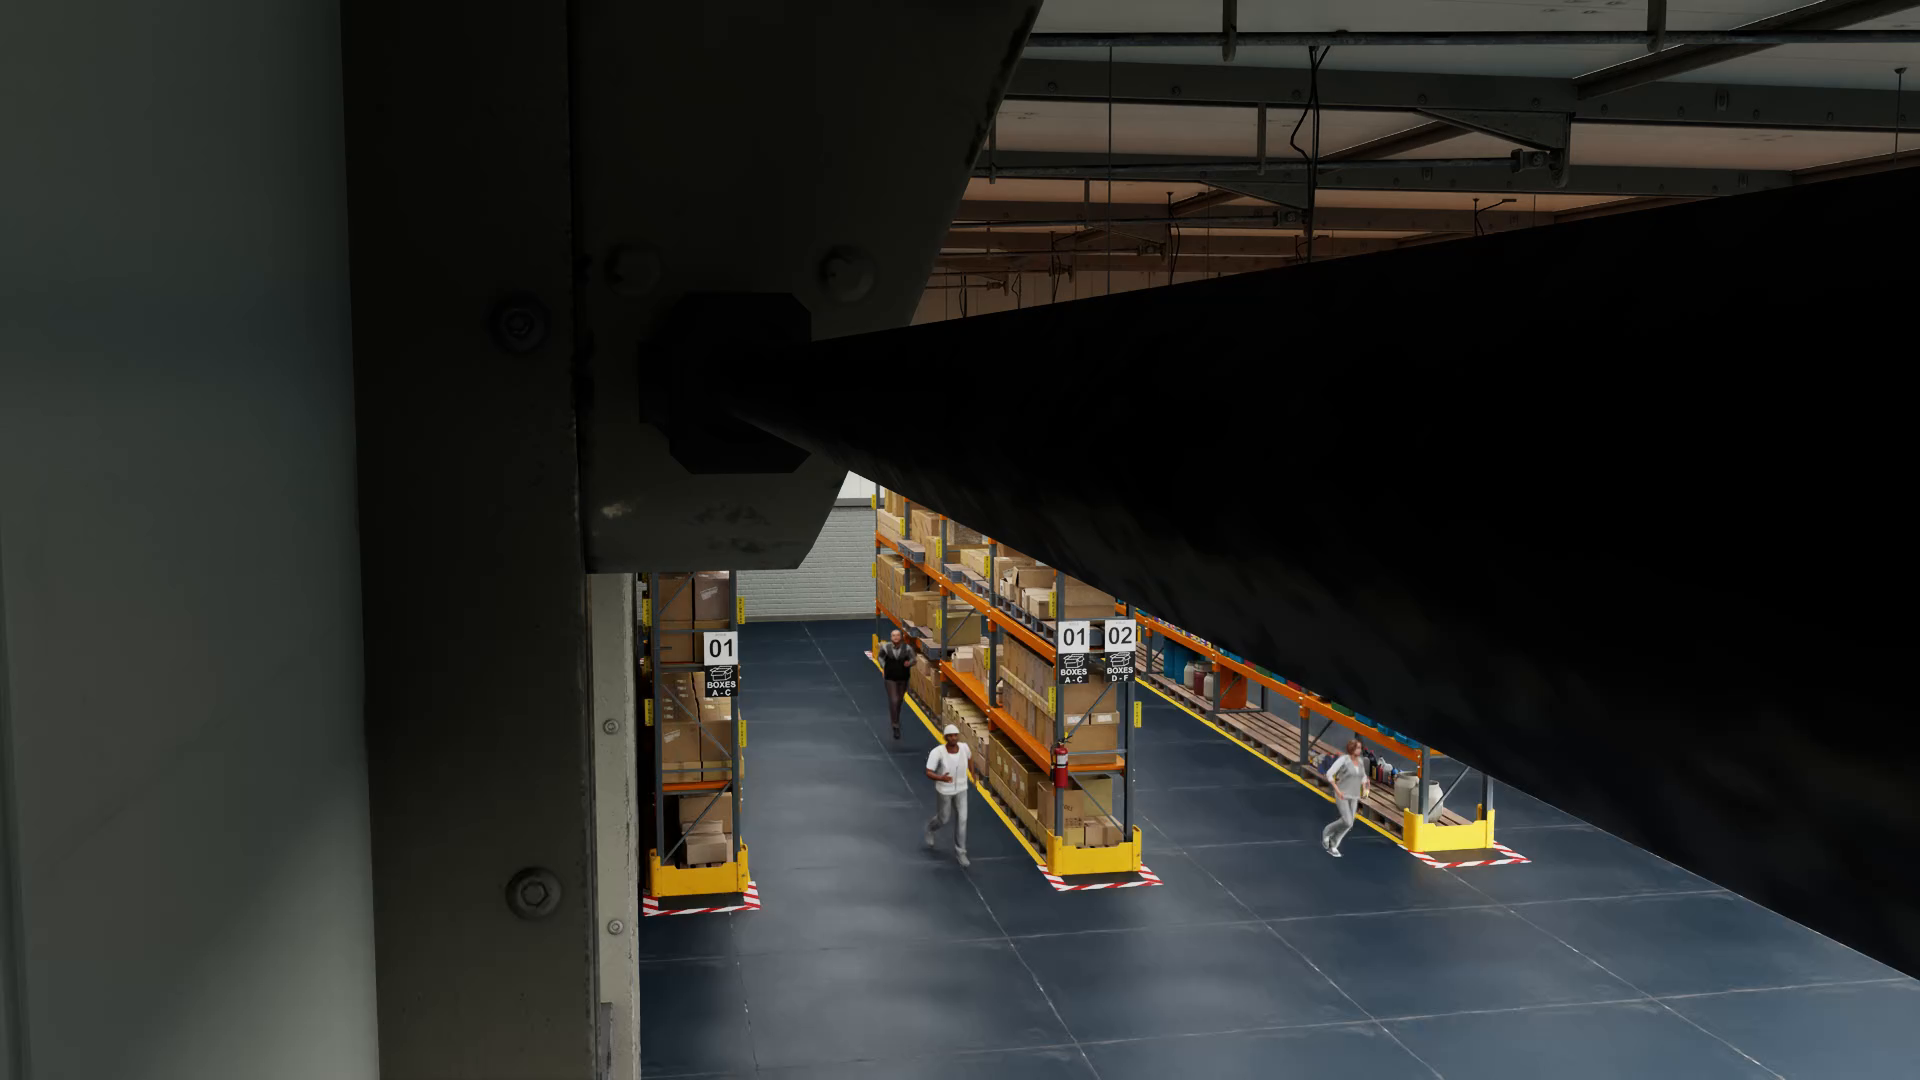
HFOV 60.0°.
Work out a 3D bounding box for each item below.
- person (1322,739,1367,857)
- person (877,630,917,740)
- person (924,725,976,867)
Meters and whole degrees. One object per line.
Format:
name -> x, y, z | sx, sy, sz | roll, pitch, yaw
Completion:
person -> 5.080, 3.355, 21.690 | 0.588, 1.524, 0.478 | -3, 6, -25
person -> -1.030, 2.367, 27.743 | 0.638, 1.769, 0.835 | -1, 6, -13
person -> -0.121, 3.242, 21.502 | 0.709, 1.767, 0.993 | -2, 6, -21
